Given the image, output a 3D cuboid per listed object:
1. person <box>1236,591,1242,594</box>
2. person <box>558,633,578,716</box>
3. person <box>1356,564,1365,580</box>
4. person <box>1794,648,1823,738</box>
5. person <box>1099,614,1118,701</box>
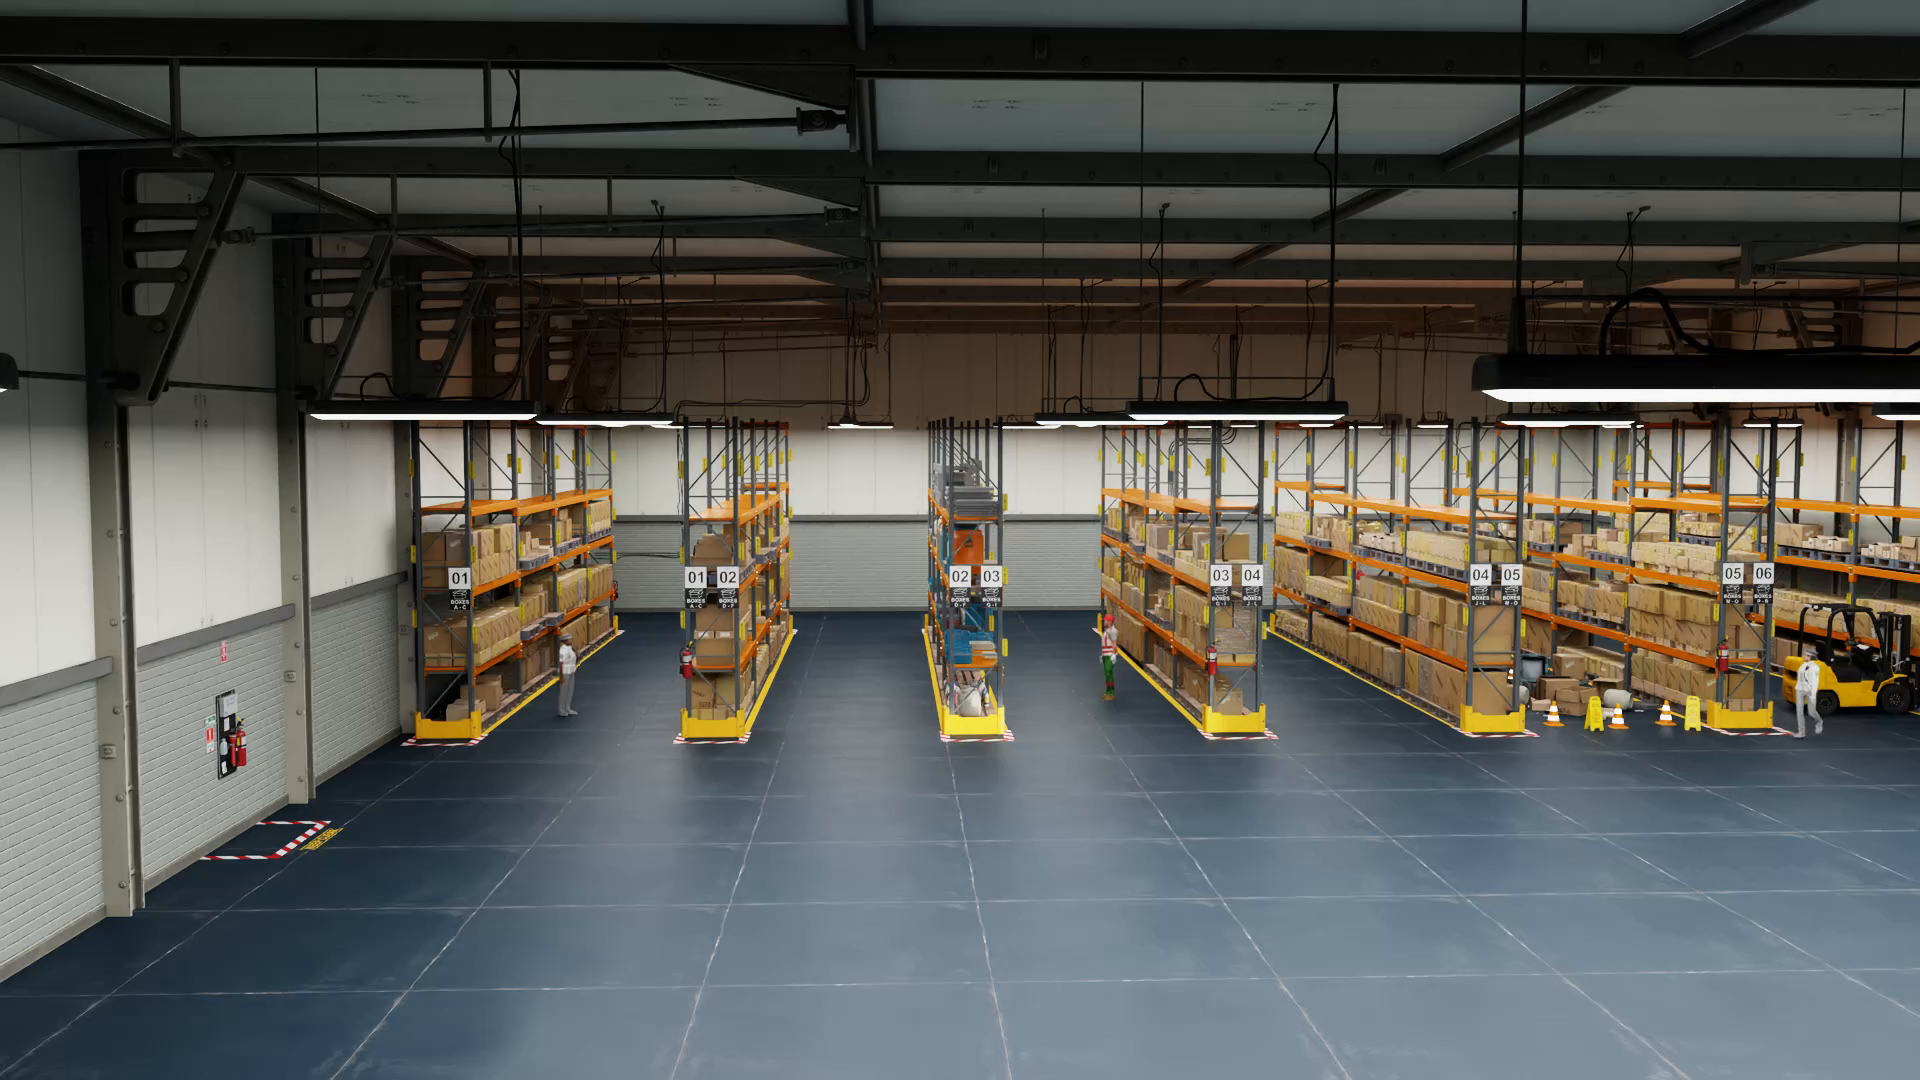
[{"bbox_3d":[8.321,1.648,50.185,0.427,1.589,0.989,0,4,8],"label":"person"},{"bbox_3d":[-7.910,2.700,33.484,0.370,1.686,0.560,1,4,13],"label":"person"},{"bbox_3d":[12.091,1.568,50.457,0.653,1.697,0.593,-1,4,-9],"label":"person"},{"bbox_3d":[15.862,2.844,31.068,0.638,1.671,0.447,-3,5,-38],"label":"person"},{"bbox_3d":[3.172,2.510,35.613,0.379,1.820,0.637,0,4,-7],"label":"person"}]
